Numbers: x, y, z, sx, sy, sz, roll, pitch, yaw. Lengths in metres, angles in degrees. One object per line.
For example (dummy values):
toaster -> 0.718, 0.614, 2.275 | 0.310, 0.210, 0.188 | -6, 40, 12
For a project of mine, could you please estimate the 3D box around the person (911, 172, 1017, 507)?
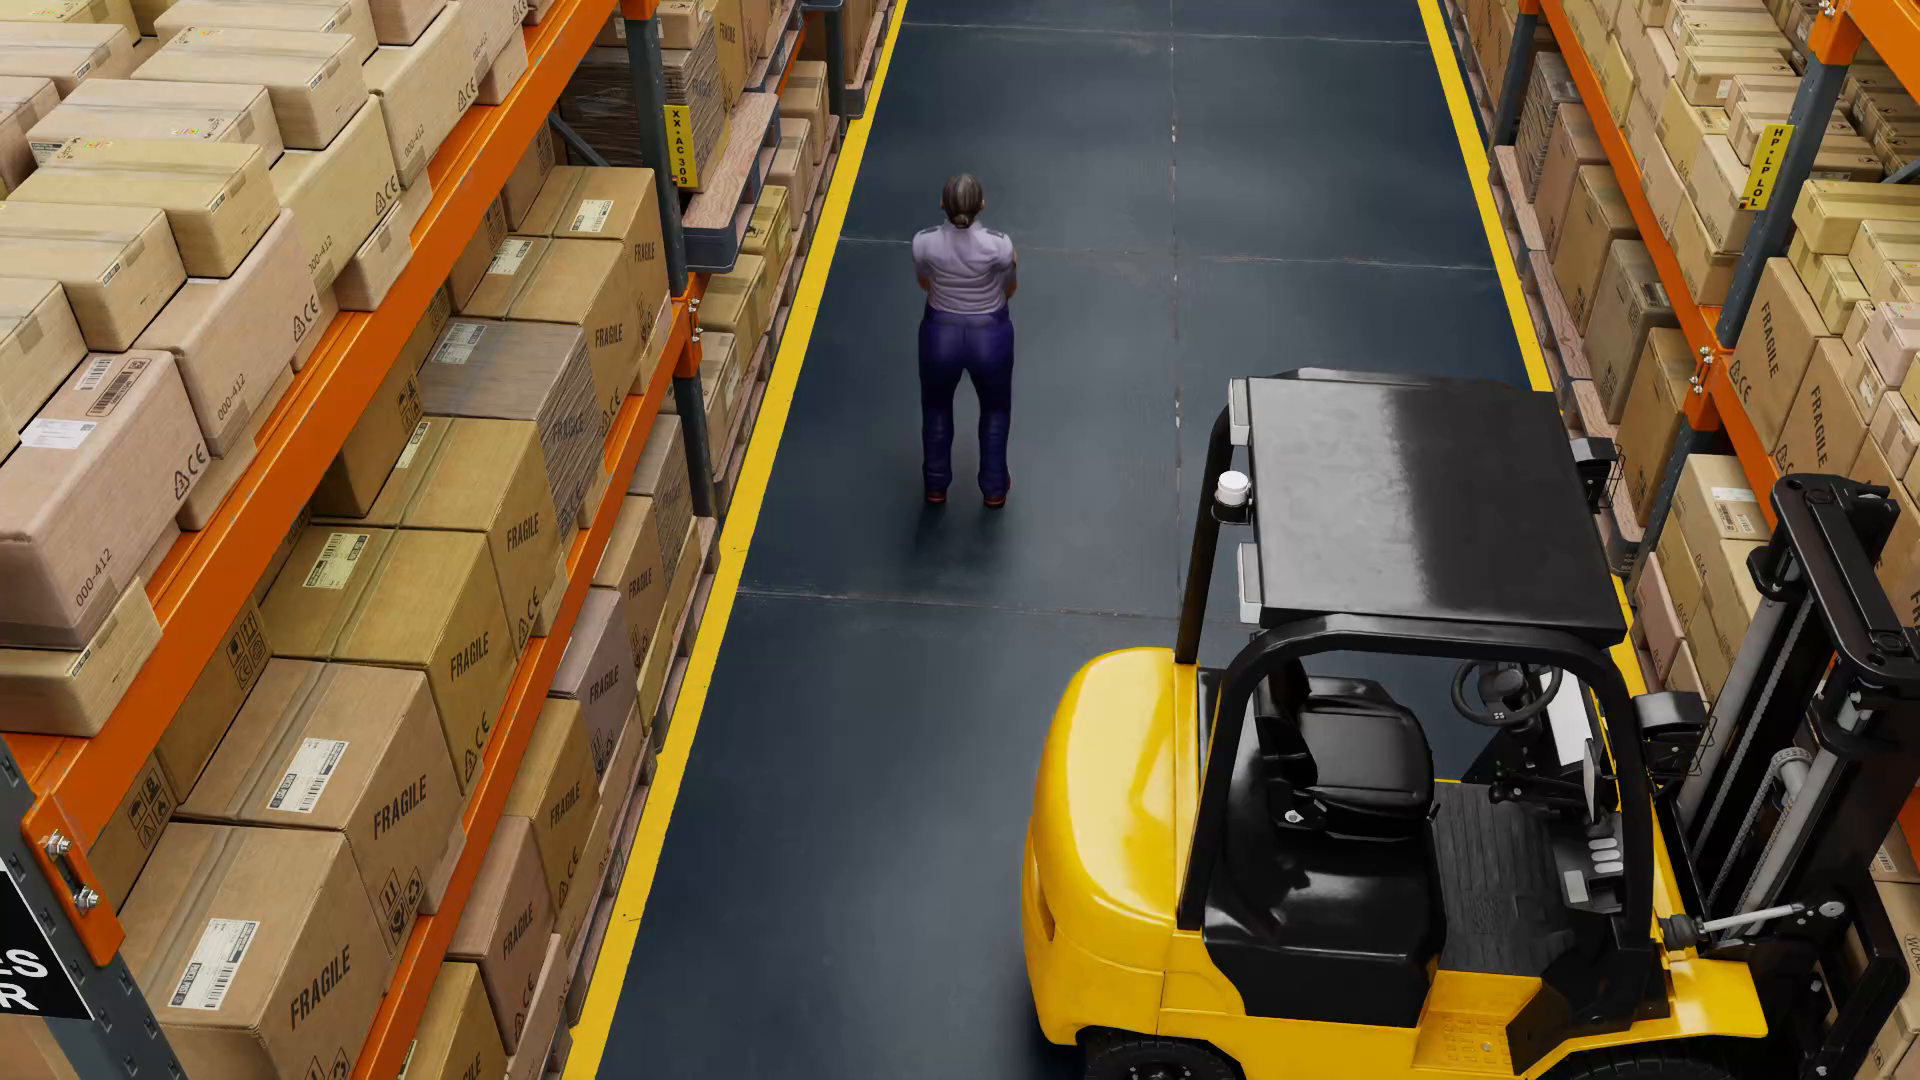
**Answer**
person -> 0.025, -0.901, 7.238 | 0.441, 1.646, 0.519 | 3, 40, 4
